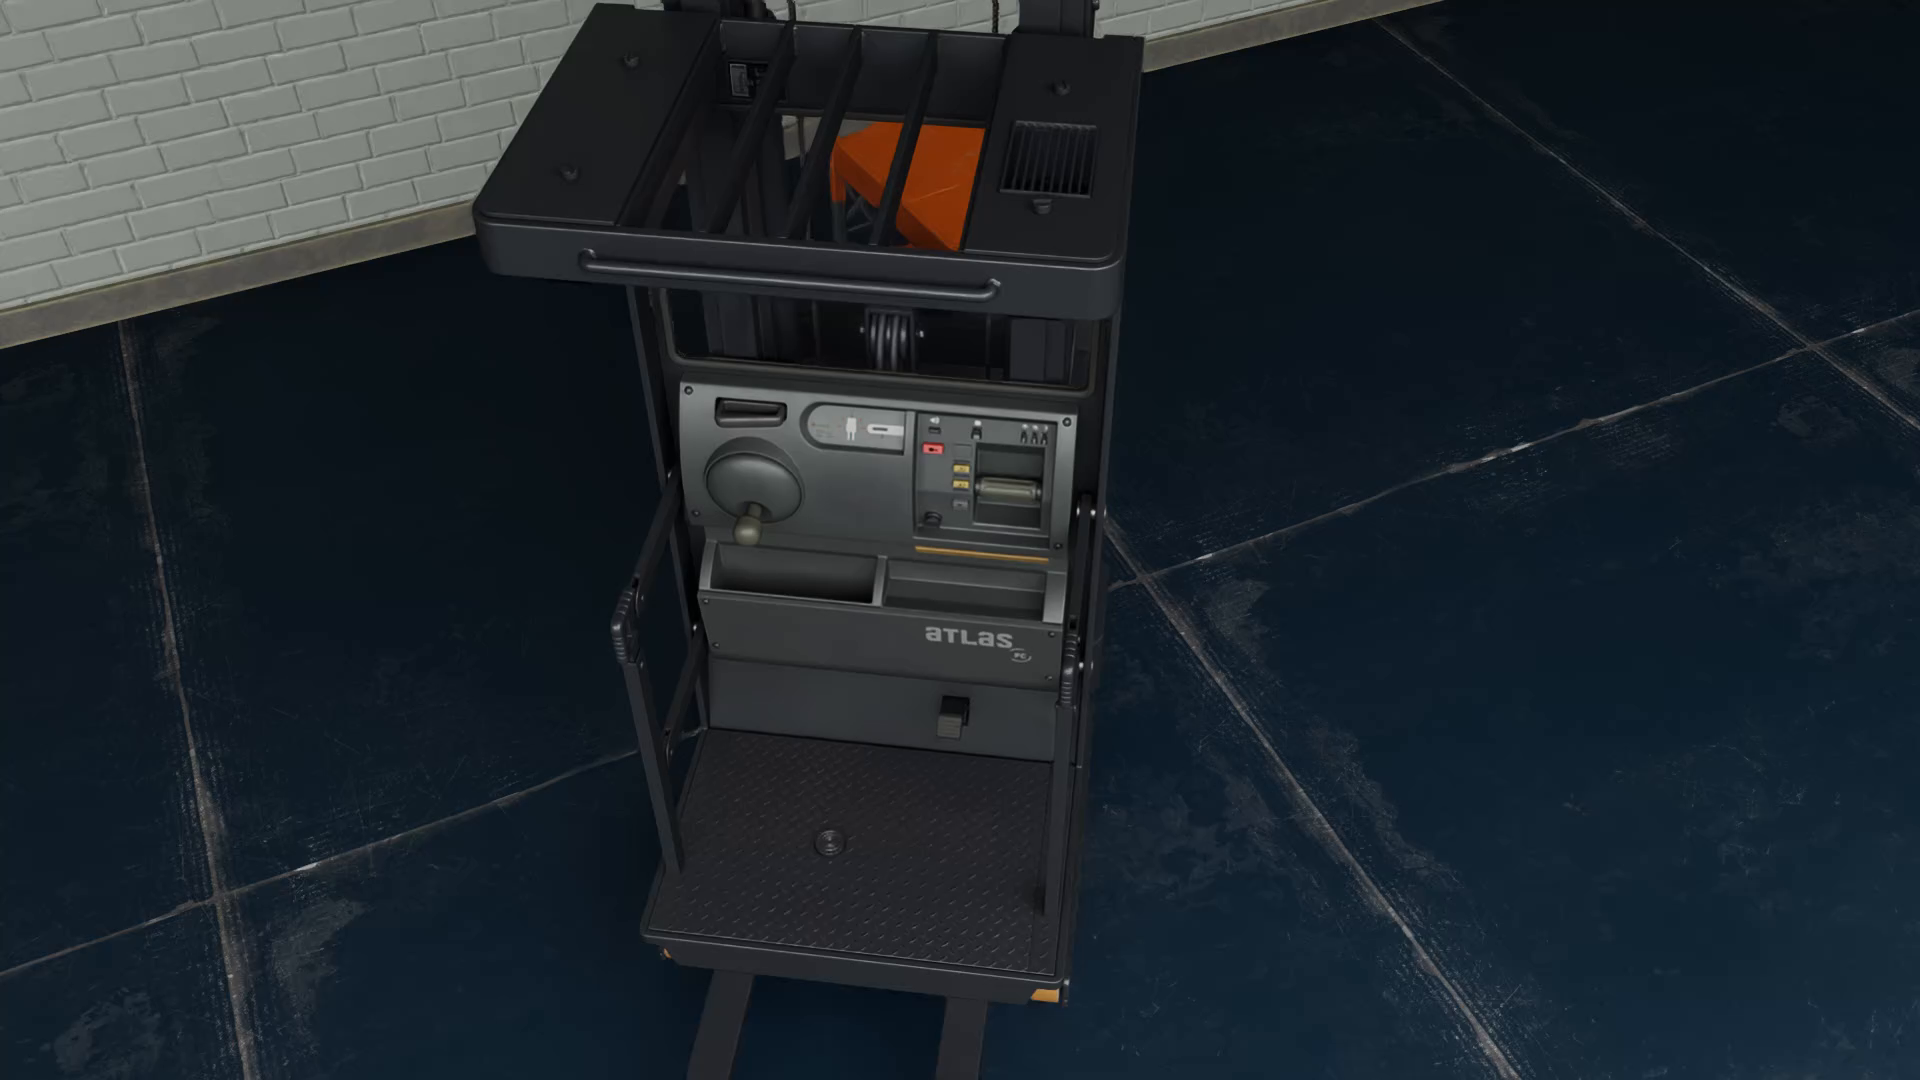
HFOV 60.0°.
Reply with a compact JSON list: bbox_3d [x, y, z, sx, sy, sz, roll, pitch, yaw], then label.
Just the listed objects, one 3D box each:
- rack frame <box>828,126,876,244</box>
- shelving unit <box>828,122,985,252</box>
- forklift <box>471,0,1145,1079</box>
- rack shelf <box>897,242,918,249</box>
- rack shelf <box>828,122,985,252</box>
[{"bbox_3d":[-0.247,-1.212,6.178,0.500,1.125,0.032,-24,49,-22],"label":"rack frame"},{"bbox_3d":[0.022,-0.909,5.871,0.538,1.125,1.048,-24,49,-22],"label":"shelving unit"},{"bbox_3d":[-0.222,-0.068,3.732,1.130,2.935,3.031,5,45,5],"label":"forklift"},{"bbox_3d":[0.022,-0.735,6.042,0.538,0.278,1.000,-24,49,-22],"label":"rack shelf"},{"bbox_3d":[0.022,-1.118,5.665,0.538,0.278,1.000,-24,49,-22],"label":"rack shelf"}]
